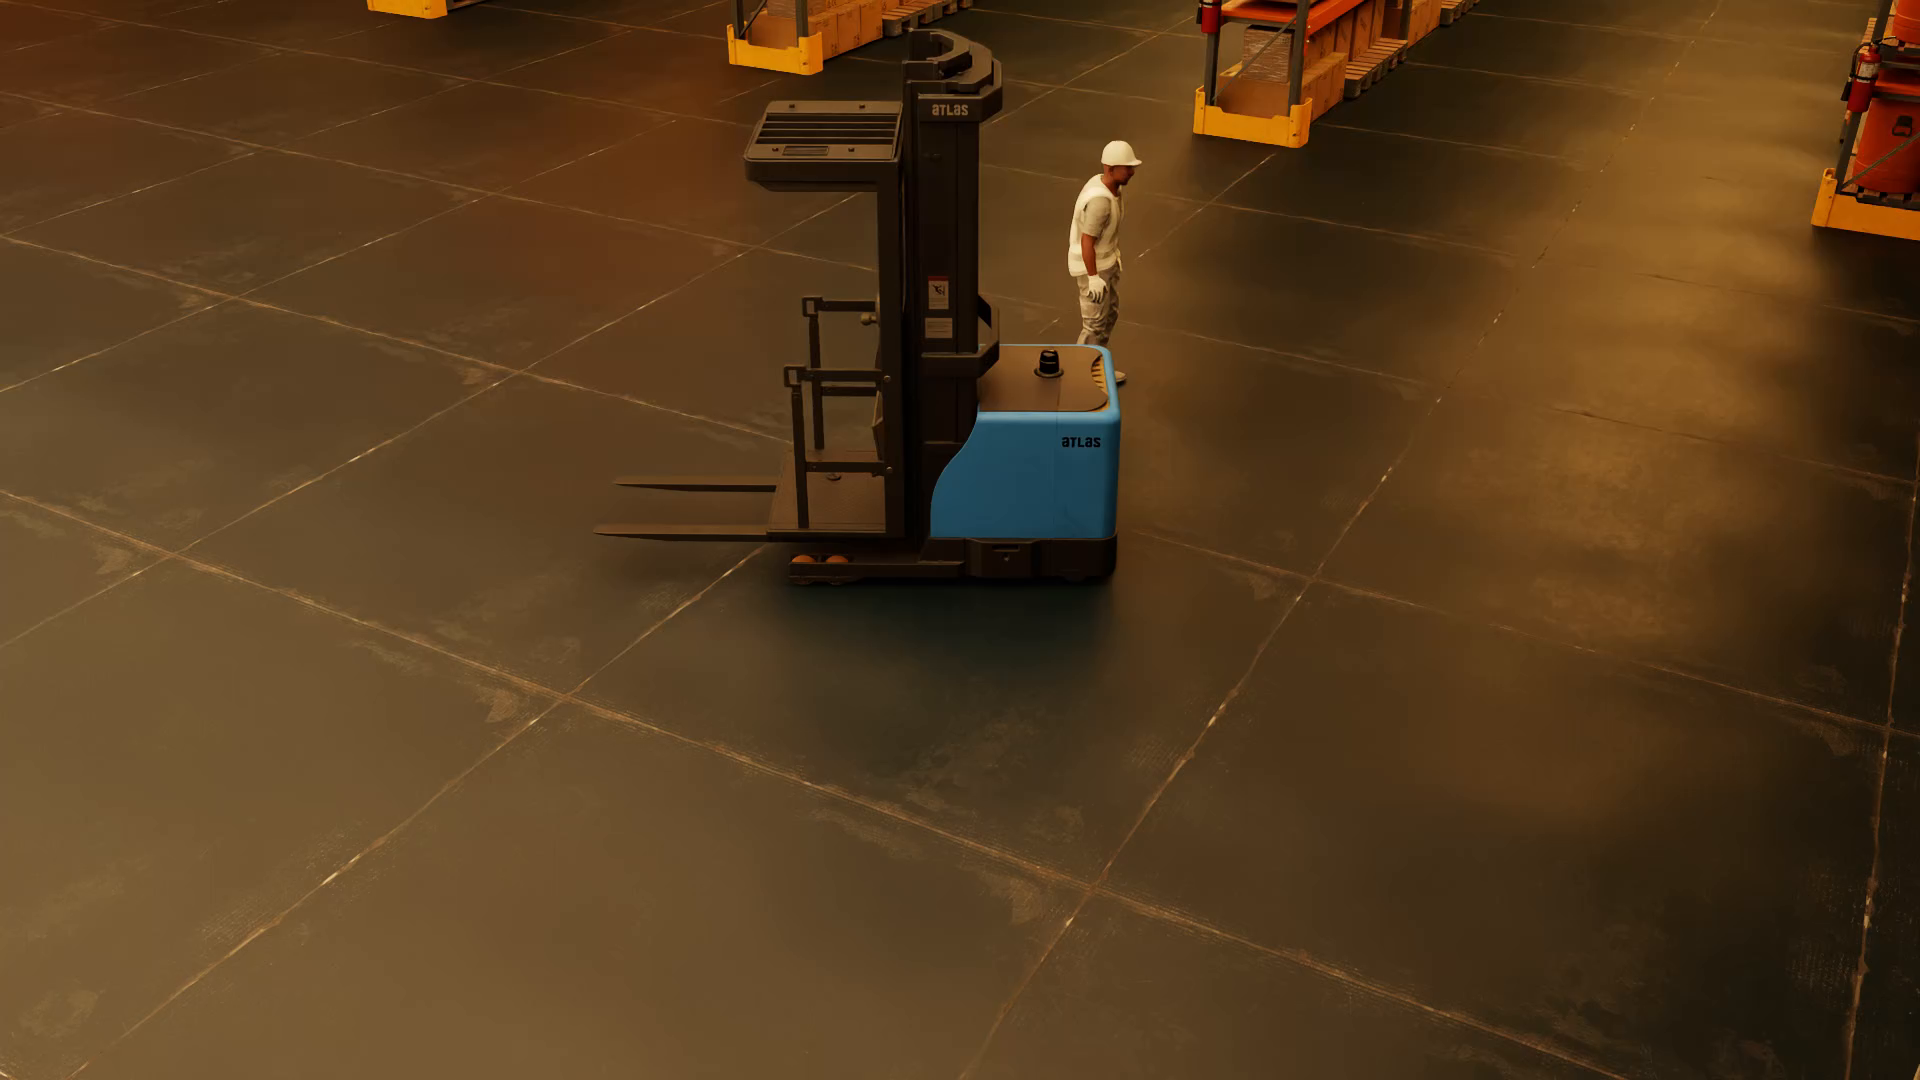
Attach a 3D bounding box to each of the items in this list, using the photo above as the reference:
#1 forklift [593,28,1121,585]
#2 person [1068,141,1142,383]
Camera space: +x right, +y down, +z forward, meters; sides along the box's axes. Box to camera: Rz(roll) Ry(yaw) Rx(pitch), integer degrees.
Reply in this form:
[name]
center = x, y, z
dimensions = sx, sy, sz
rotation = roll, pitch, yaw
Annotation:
[forklift]
center = -0.610, -1.275, 9.279
dimensions = 3.031, 2.935, 1.130
rotation = 0, 30, 1
[person]
center = 0.984, -1.875, 11.481
dimensions = 0.451, 1.773, 0.626
rotation = 10, 31, 16
